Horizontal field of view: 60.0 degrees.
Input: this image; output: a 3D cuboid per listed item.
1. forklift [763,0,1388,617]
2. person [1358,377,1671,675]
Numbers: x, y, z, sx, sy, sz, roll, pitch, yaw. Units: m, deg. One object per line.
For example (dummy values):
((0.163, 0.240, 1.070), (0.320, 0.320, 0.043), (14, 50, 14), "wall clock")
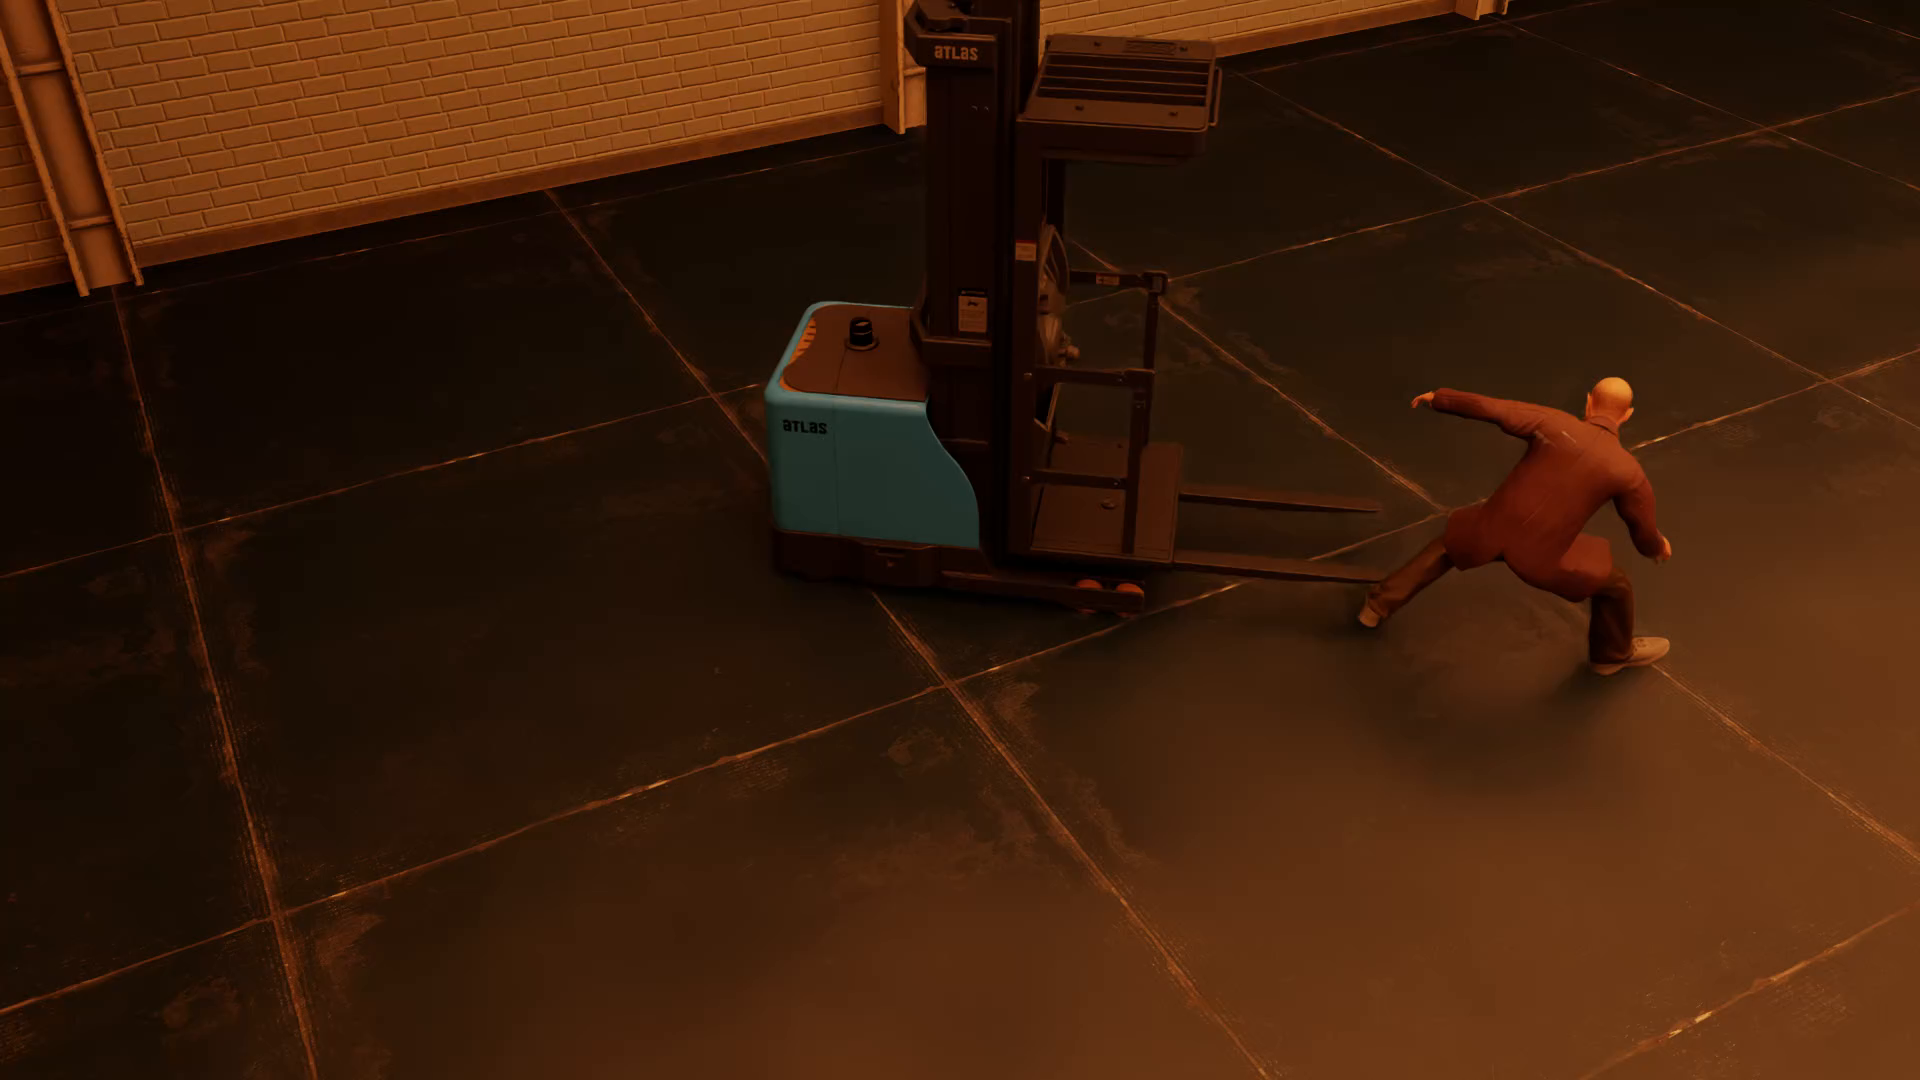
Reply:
((0.620, -1.150, 7.750), (3.031, 2.935, 1.130), (5, 36, 8), "forklift")
((2.575, -0.069, 7.527), (1.293, 1.458, 0.807), (28, 44, 34), "person")
